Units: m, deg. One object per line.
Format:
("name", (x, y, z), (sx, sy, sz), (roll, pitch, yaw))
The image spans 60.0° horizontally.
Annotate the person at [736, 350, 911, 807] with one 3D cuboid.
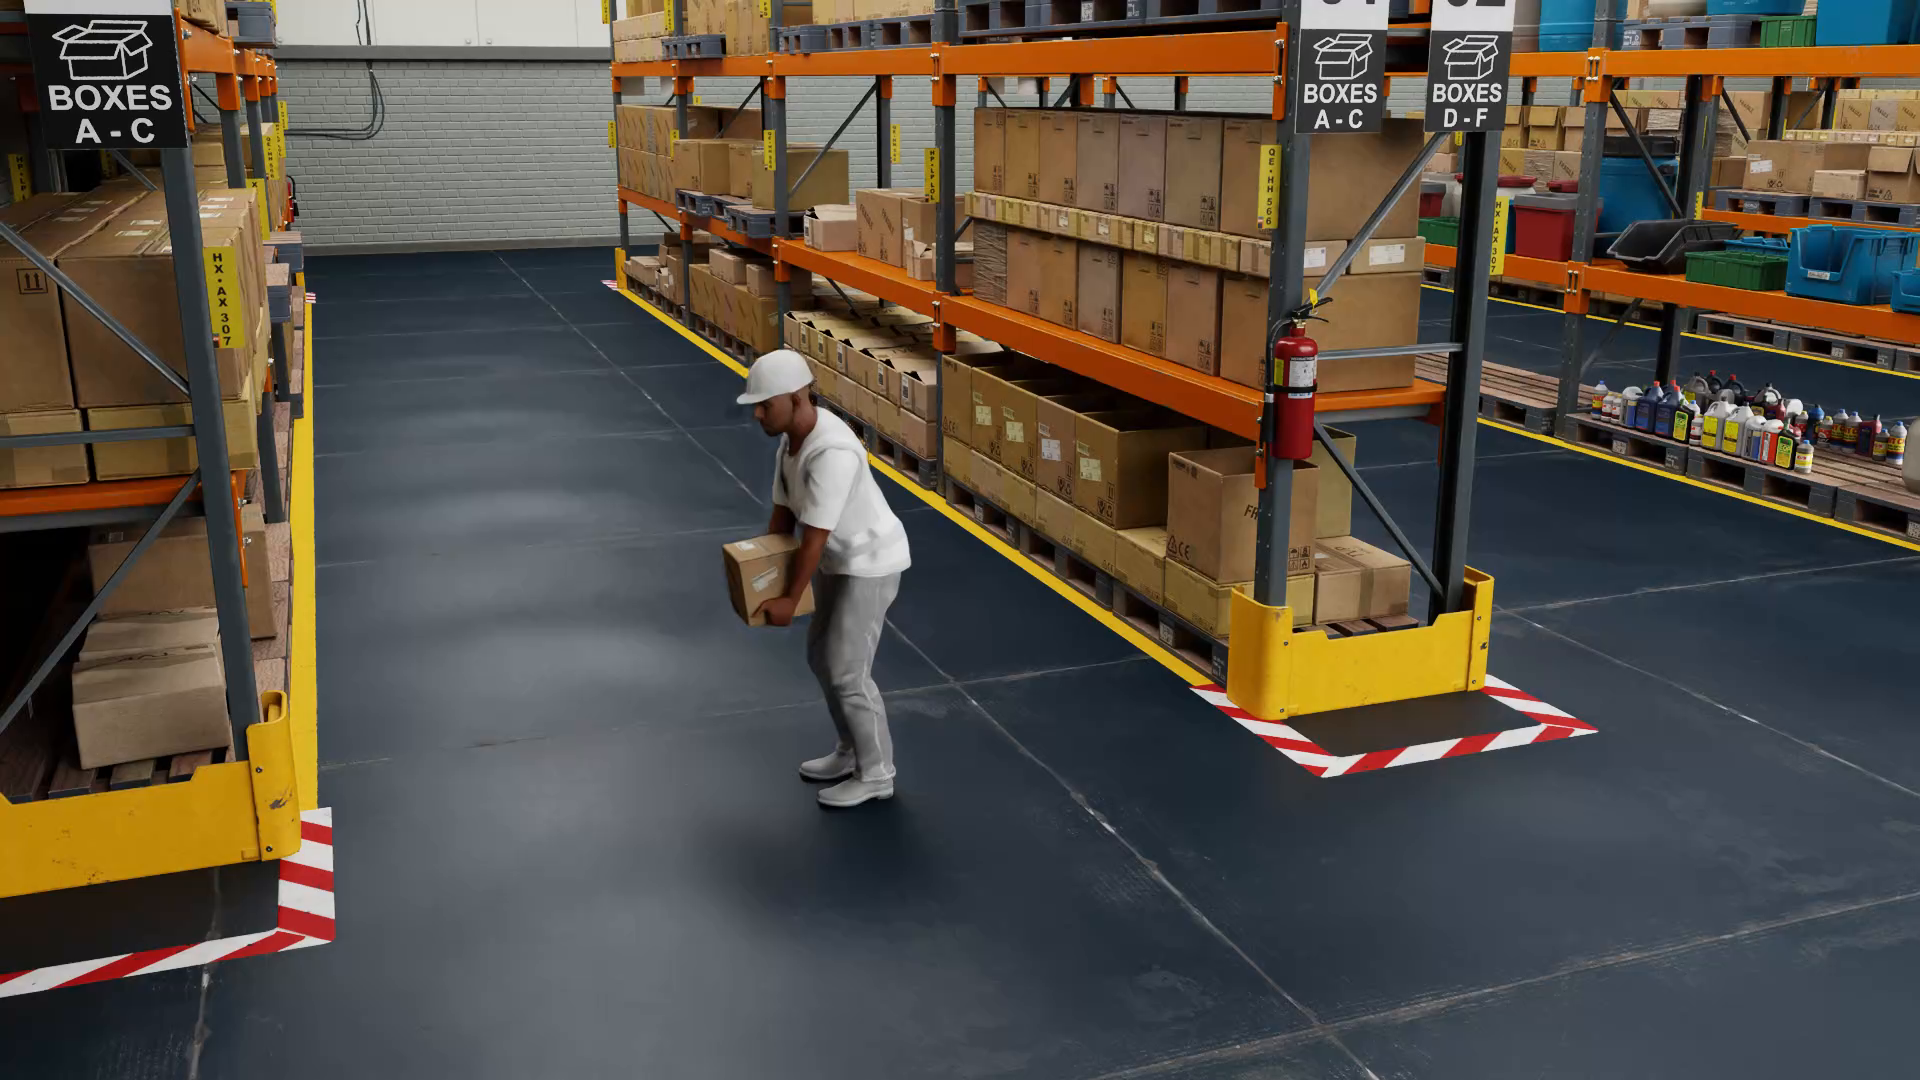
("person", (-0.498, 0.136, 6.114), (0.622, 1.697, 0.495), (-6, 17, -21))
